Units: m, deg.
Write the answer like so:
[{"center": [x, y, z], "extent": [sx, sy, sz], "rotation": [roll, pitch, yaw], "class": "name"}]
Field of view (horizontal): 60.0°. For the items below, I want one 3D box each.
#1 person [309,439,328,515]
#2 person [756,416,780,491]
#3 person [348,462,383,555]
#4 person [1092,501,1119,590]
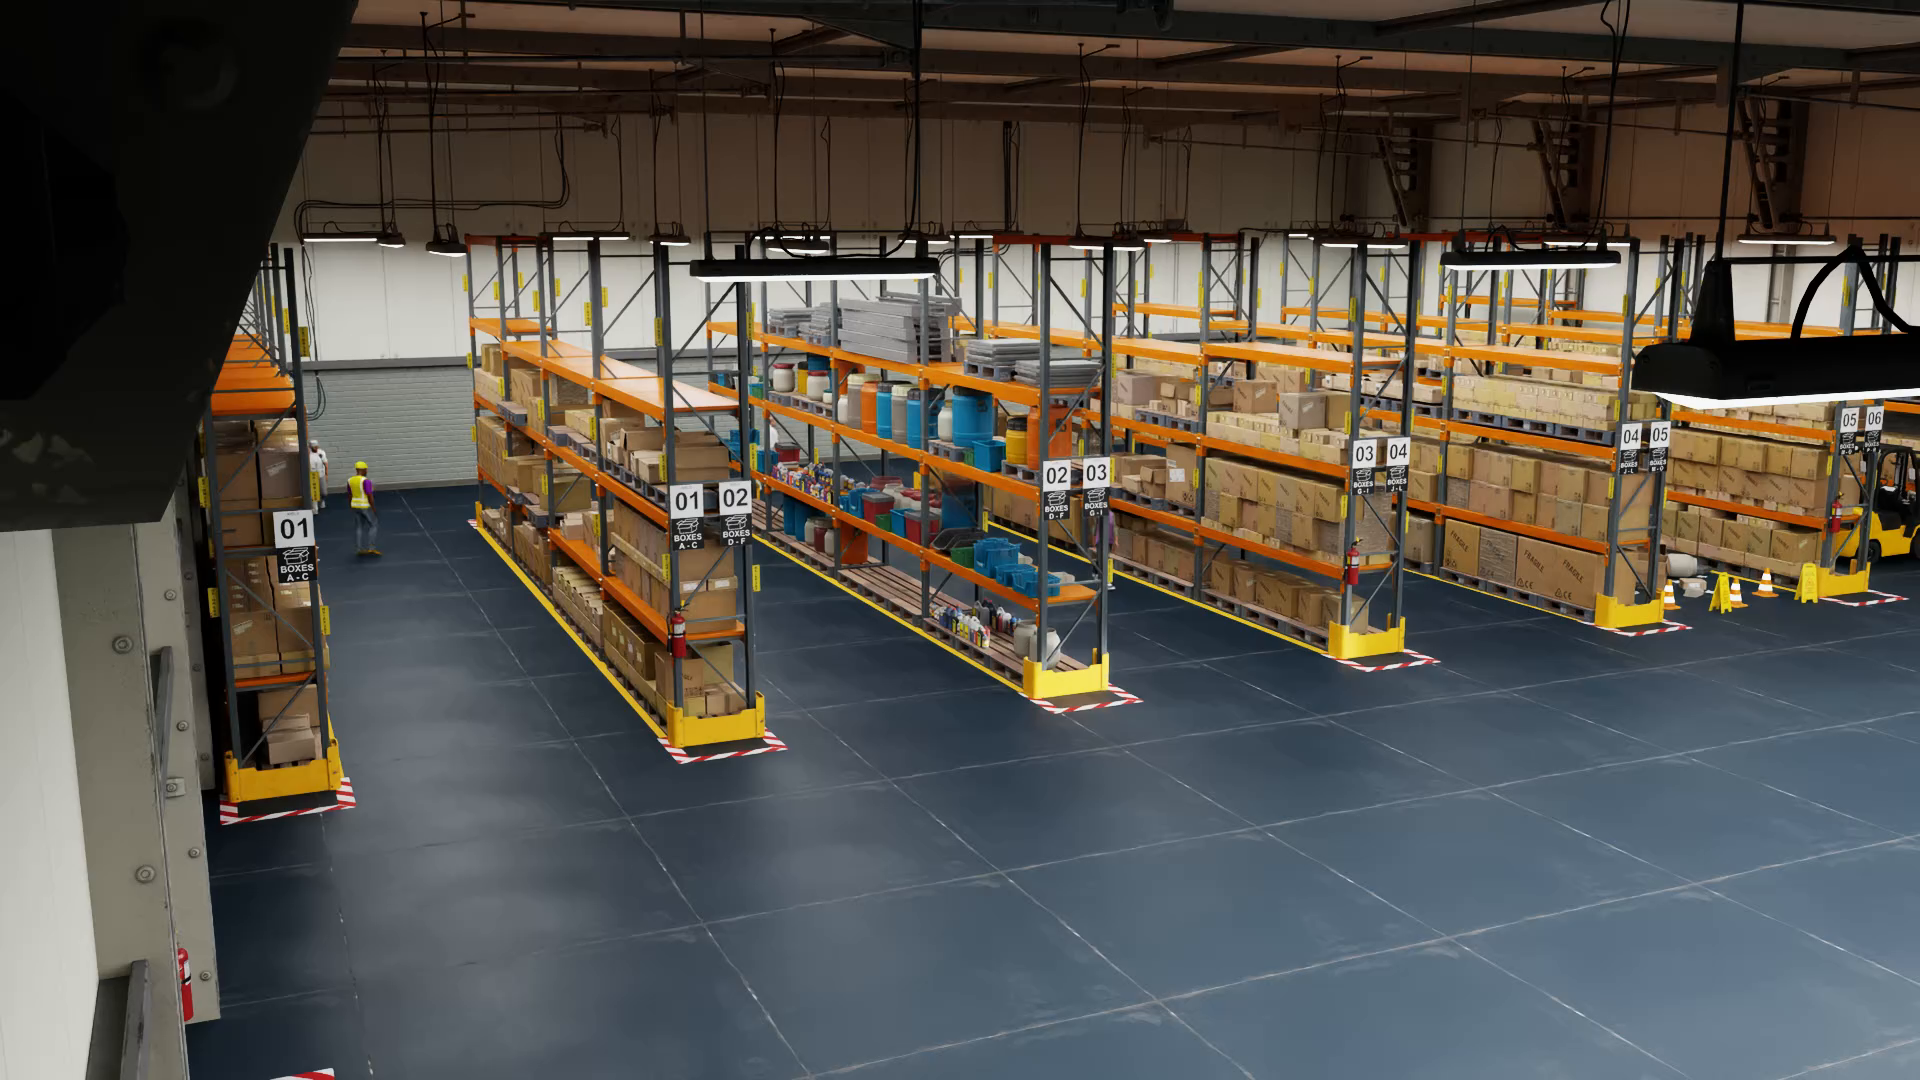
[{"center": [-13.948, -1.402, 36.029], "extent": [0.486, 1.617, 0.857], "rotation": [-5, 12, -26], "class": "person"}, {"center": [-4.455, -2.013, 38.775], "extent": [0.720, 1.770, 0.634], "rotation": [-1, 11, -5], "class": "person"}, {"center": [-11.341, -0.592, 31.590], "extent": [0.669, 1.808, 0.402], "rotation": [5, 12, 24], "class": "person"}, {"center": [2.520, 0.027, 28.806], "extent": [0.395, 1.540, 0.972], "rotation": [-5, 12, -23], "class": "person"}]
